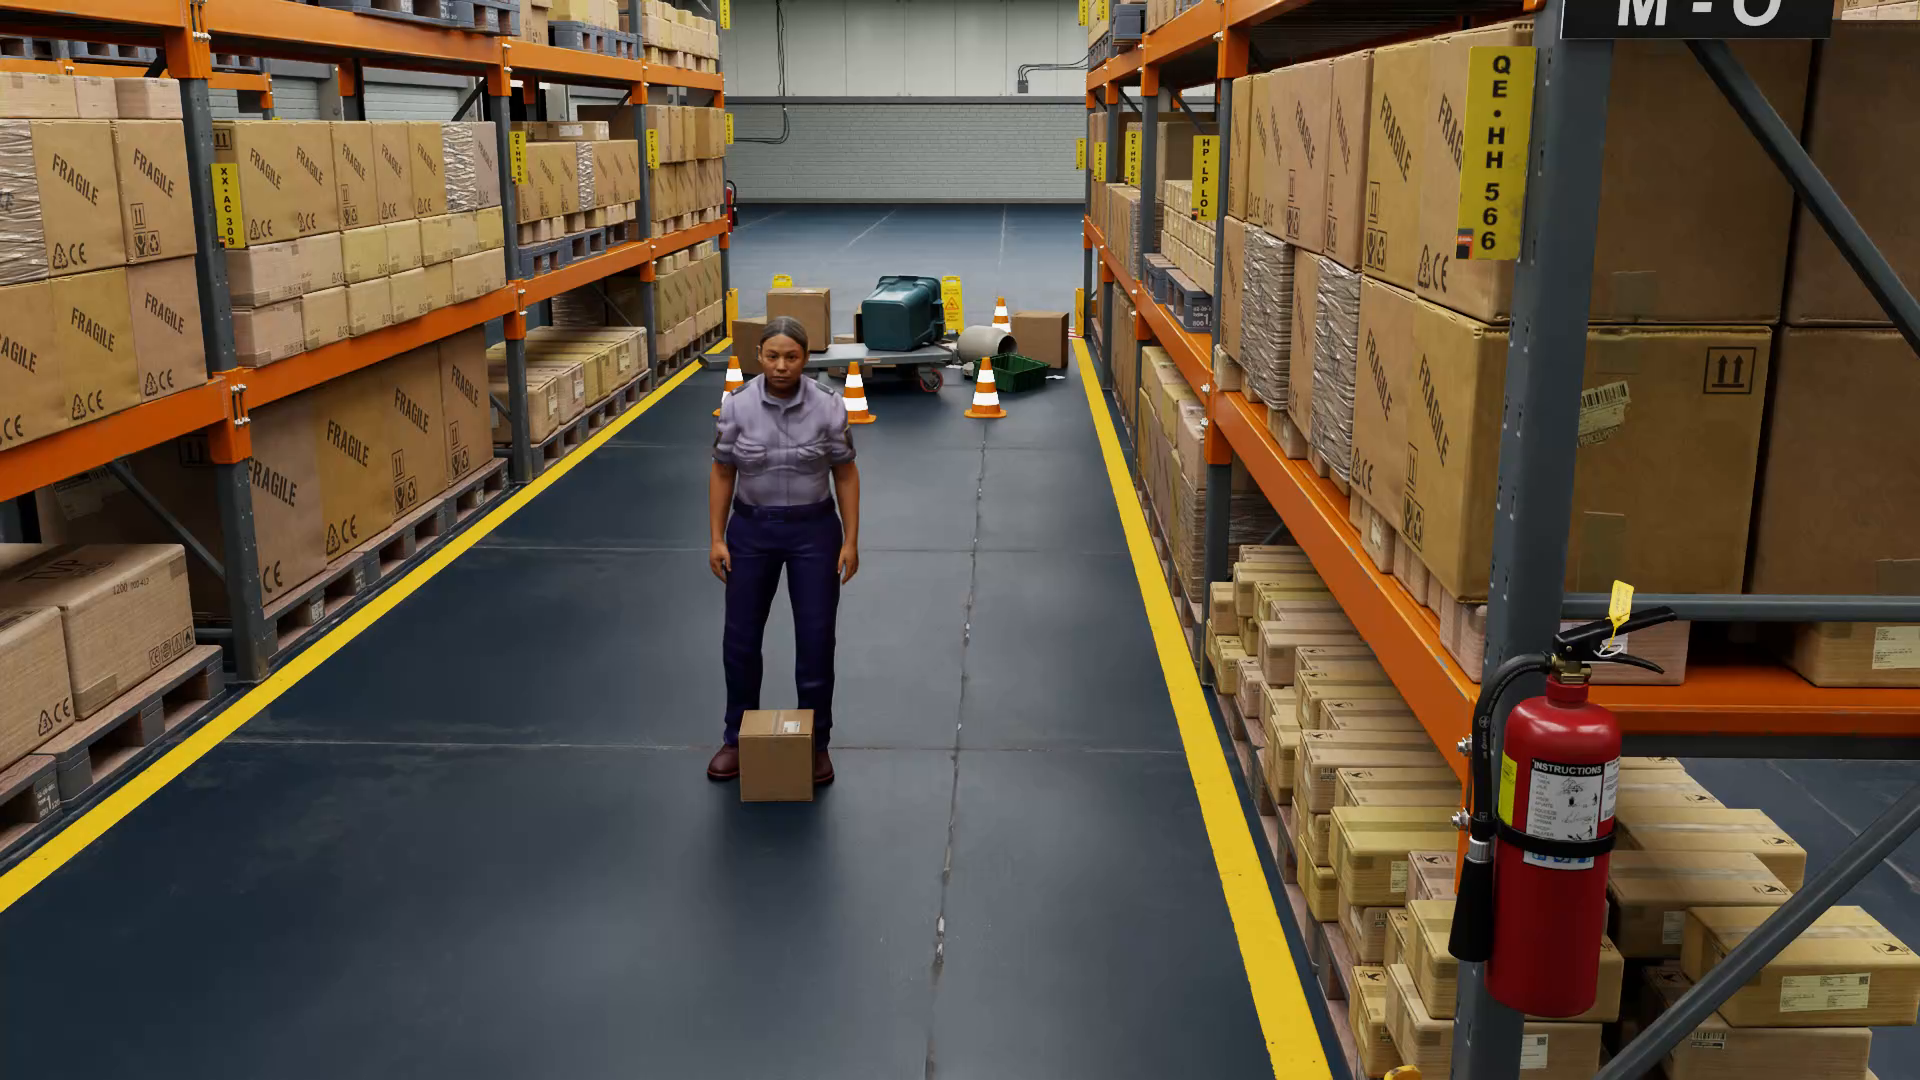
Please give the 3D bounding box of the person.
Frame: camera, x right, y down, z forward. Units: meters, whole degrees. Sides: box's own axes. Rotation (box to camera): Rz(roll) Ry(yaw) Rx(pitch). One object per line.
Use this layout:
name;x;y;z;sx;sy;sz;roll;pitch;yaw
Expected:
person;-0.636;0.029;5.900;0.562;1.653;0.418;0;14;-1
